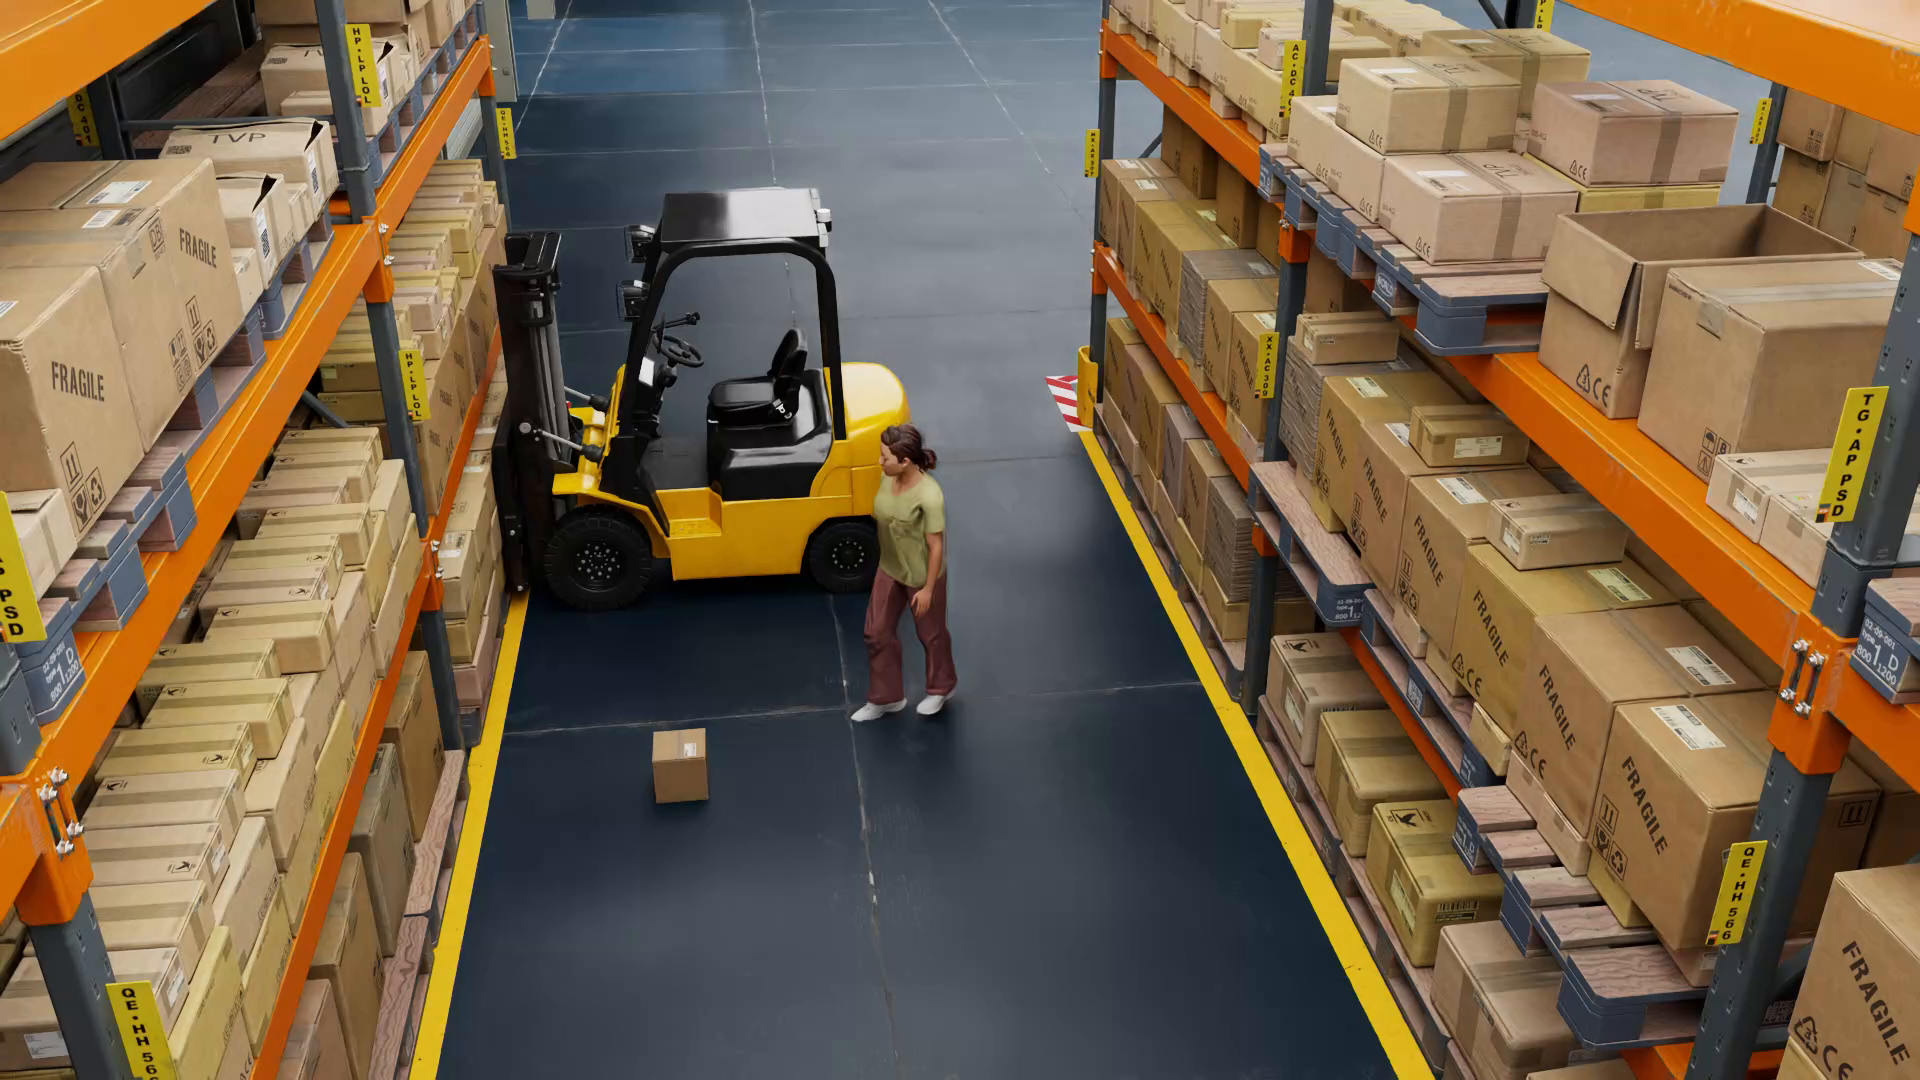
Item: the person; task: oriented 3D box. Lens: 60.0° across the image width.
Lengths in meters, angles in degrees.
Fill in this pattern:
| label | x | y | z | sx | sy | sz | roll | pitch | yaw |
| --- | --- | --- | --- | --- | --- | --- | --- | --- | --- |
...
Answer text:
| label | x | y | z | sx | sy | sz | roll | pitch | yaw |
| --- | --- | --- | --- | --- | --- | --- | --- | --- | --- |
| person | -0.228 | 0.176 | 8.301 | 0.494 | 1.713 | 0.523 | 22 | 35 | 36 |
